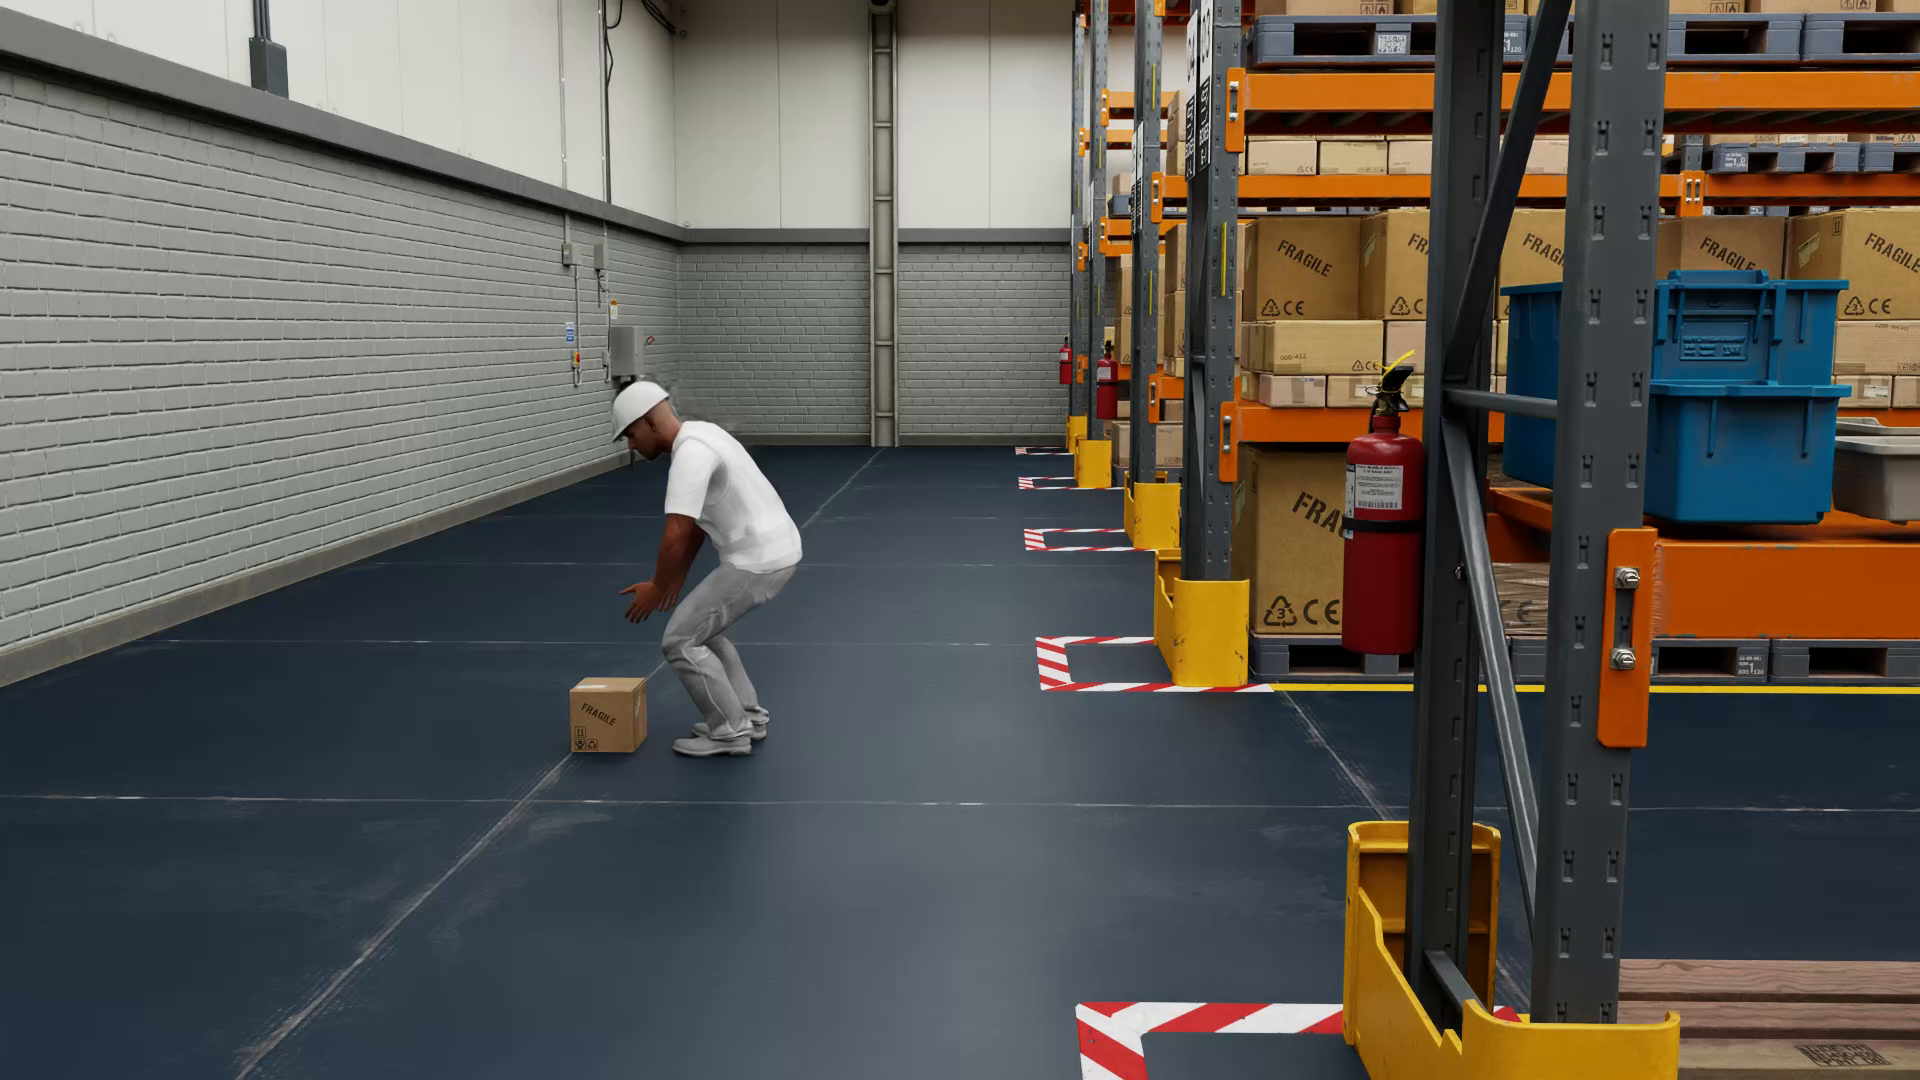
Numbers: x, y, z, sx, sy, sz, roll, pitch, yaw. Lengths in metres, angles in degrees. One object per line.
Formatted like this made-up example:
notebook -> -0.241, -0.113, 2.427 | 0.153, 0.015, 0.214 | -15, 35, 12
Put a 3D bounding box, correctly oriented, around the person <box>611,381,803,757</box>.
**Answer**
person -> -0.993, 0.107, 6.550 | 0.728, 1.461, 0.630 | 0, 7, 1
